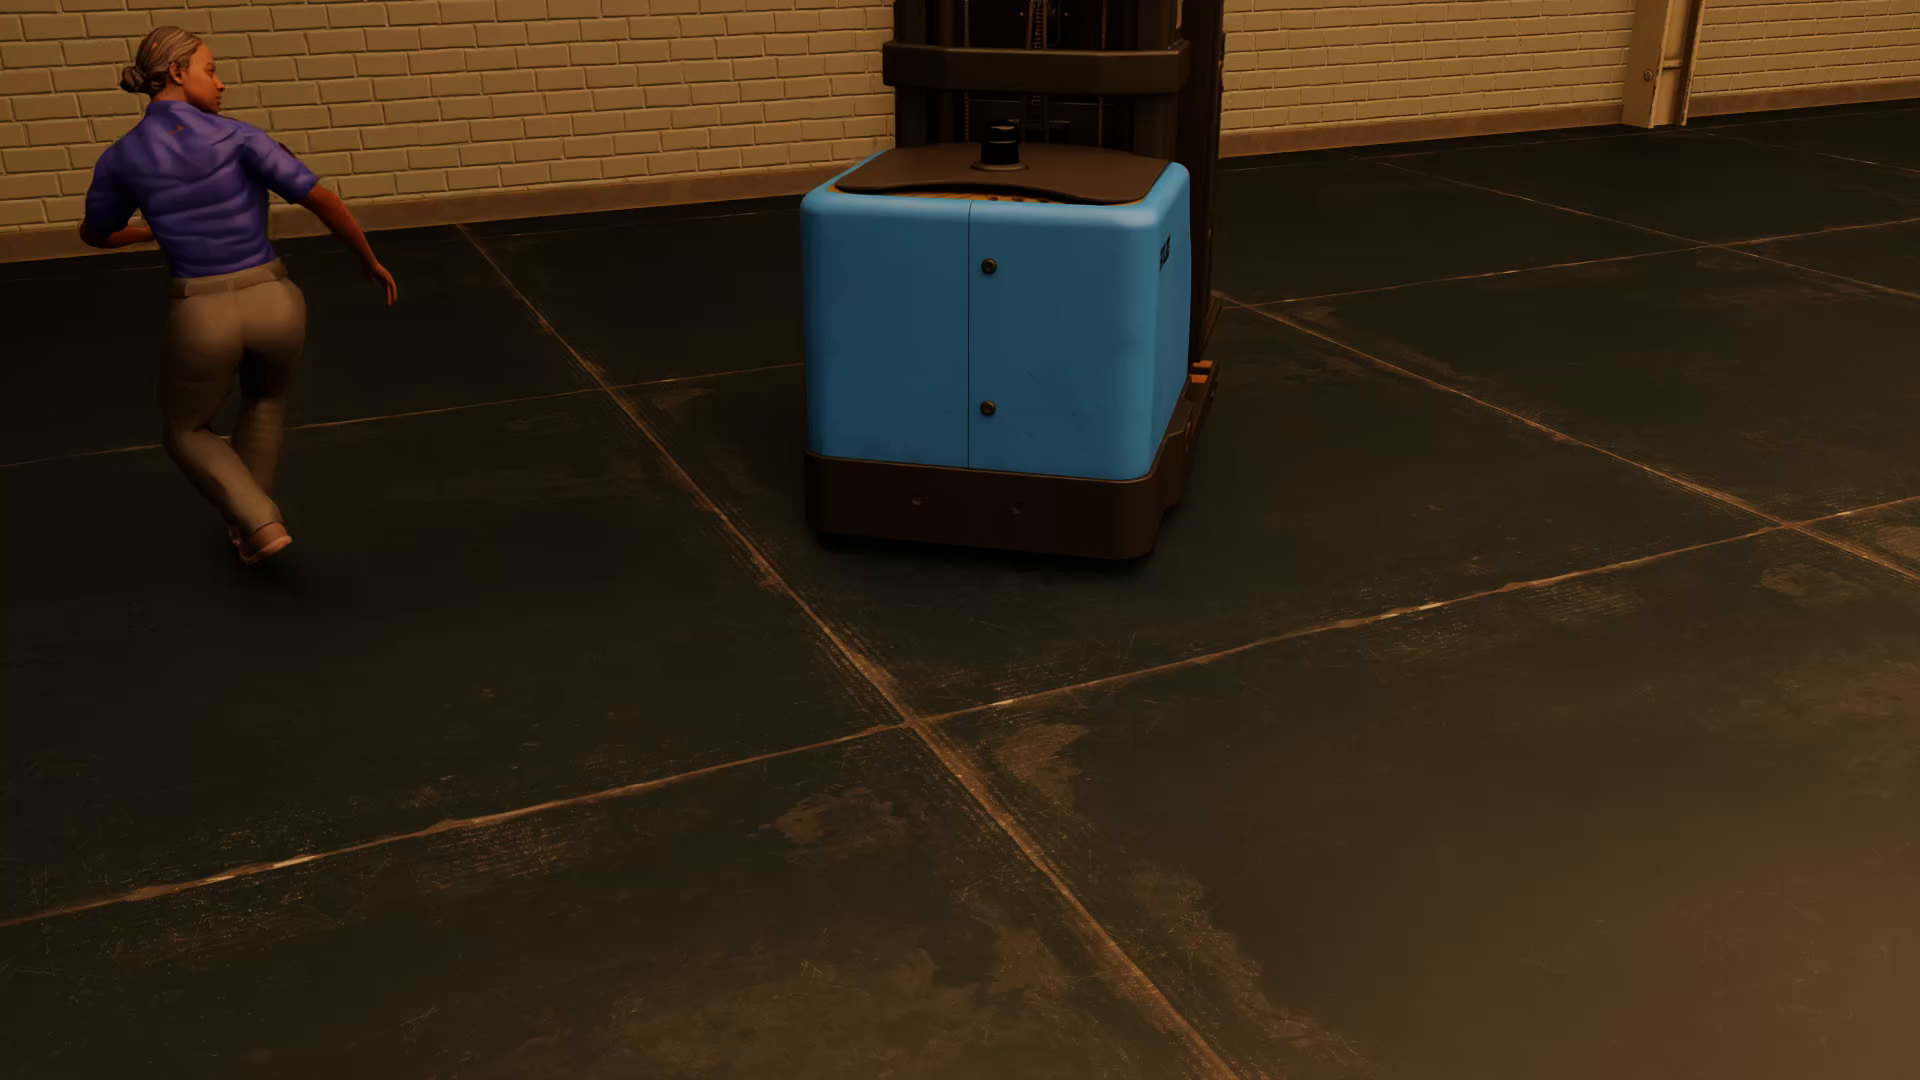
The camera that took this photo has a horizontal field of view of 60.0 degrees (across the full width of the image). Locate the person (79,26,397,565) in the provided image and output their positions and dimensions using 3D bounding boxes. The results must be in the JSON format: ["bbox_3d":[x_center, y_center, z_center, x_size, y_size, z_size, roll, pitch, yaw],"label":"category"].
[{"bbox_3d":[-2.044,-0.688,4.785,0.799,1.531,0.815,-11,25,-24],"label":"person"}]

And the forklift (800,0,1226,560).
[{"bbox_3d":[0.377,-1.832,5.696,1.130,2.935,3.031,5,23,13],"label":"forklift"}]
